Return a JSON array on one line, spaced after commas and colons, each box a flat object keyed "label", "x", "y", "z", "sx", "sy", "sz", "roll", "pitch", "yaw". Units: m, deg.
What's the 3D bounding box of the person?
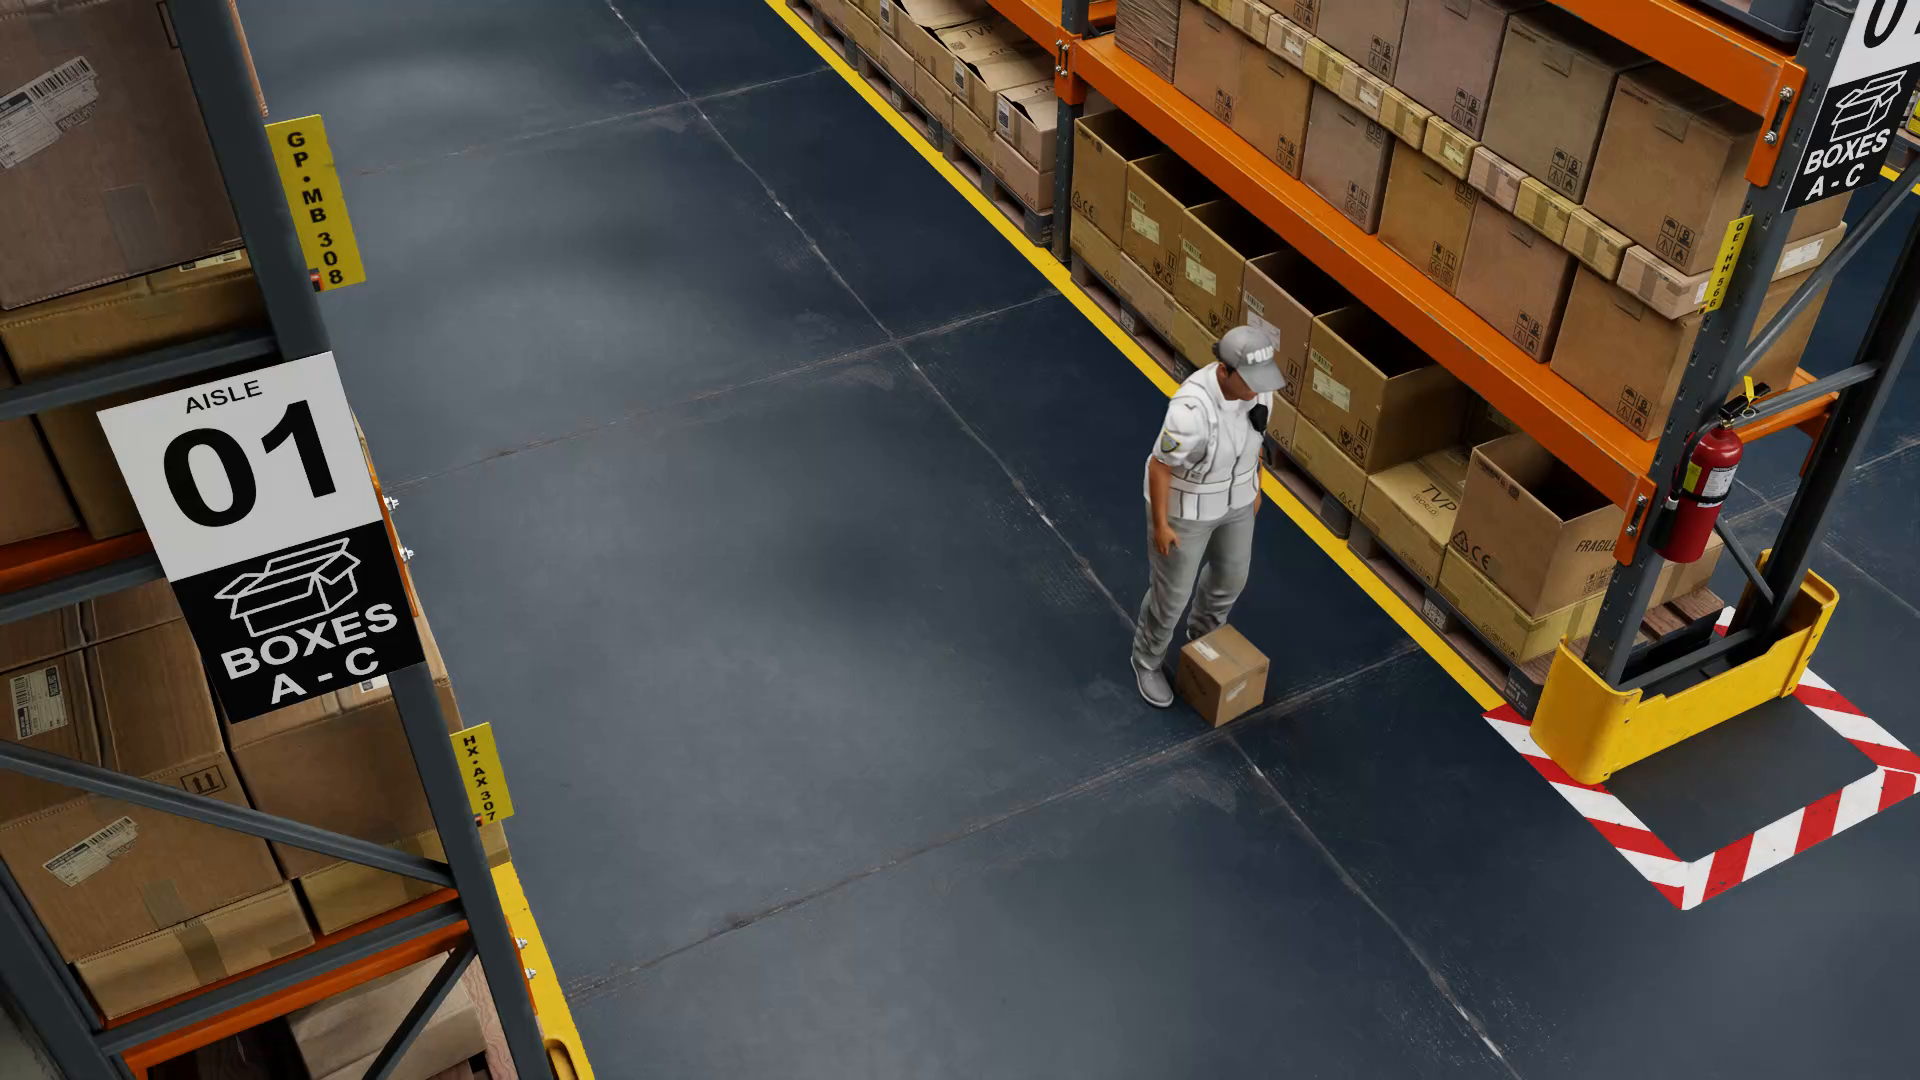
[{"label": "person", "x": 0.934, "y": -0.116, "z": 6.286, "sx": 0.549, "sy": 1.664, "sz": 0.470, "roll": -22, "pitch": 46, "yaw": -23}]
